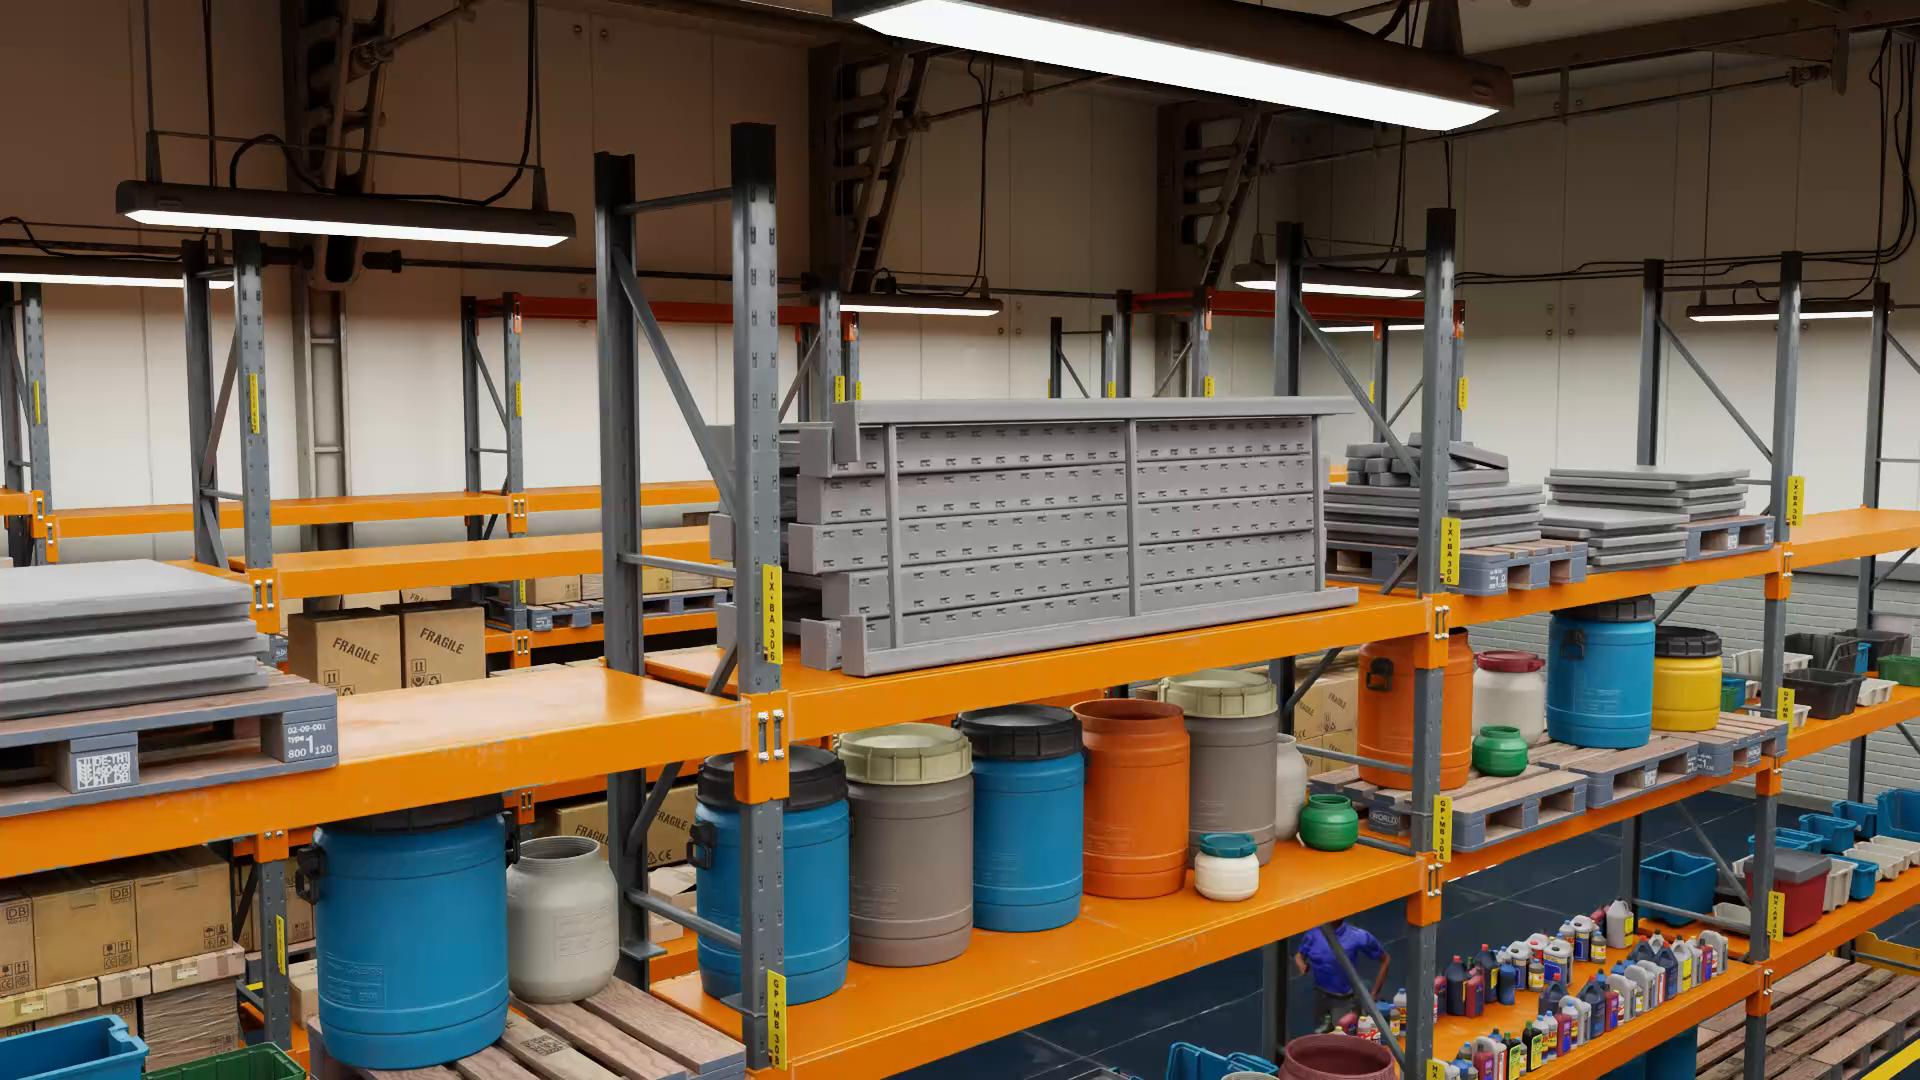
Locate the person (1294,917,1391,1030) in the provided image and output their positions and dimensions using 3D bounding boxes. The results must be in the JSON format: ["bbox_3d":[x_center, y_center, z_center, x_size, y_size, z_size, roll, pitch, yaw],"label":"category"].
[{"bbox_3d":[2.613,3.232,11.522,0.900,1.663,0.604,-5,7,-44],"label":"person"}]
